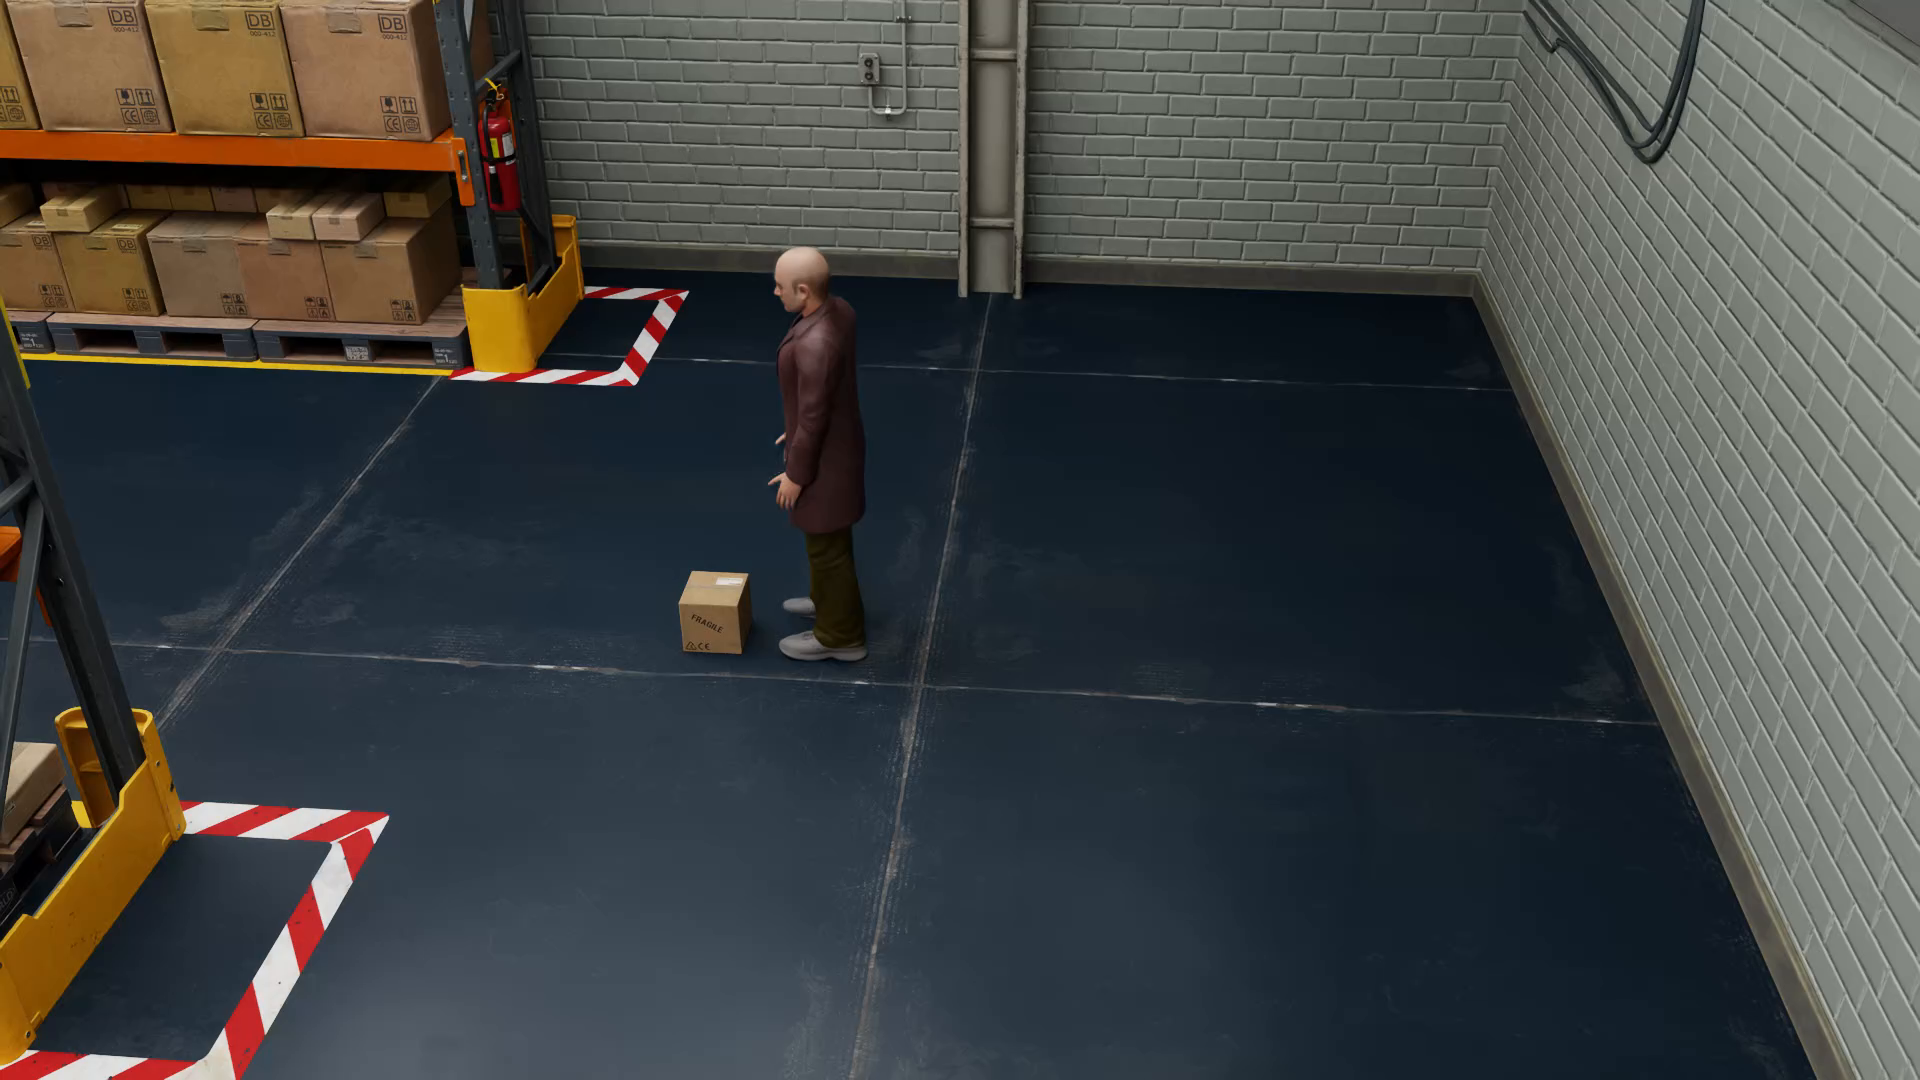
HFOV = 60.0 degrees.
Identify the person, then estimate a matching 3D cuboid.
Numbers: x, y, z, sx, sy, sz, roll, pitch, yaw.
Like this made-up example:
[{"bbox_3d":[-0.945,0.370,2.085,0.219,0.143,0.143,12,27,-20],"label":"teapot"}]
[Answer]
[{"bbox_3d":[-0.593,-0.322,6.683,0.430,1.806,0.572,3,32,4],"label":"person"}]
